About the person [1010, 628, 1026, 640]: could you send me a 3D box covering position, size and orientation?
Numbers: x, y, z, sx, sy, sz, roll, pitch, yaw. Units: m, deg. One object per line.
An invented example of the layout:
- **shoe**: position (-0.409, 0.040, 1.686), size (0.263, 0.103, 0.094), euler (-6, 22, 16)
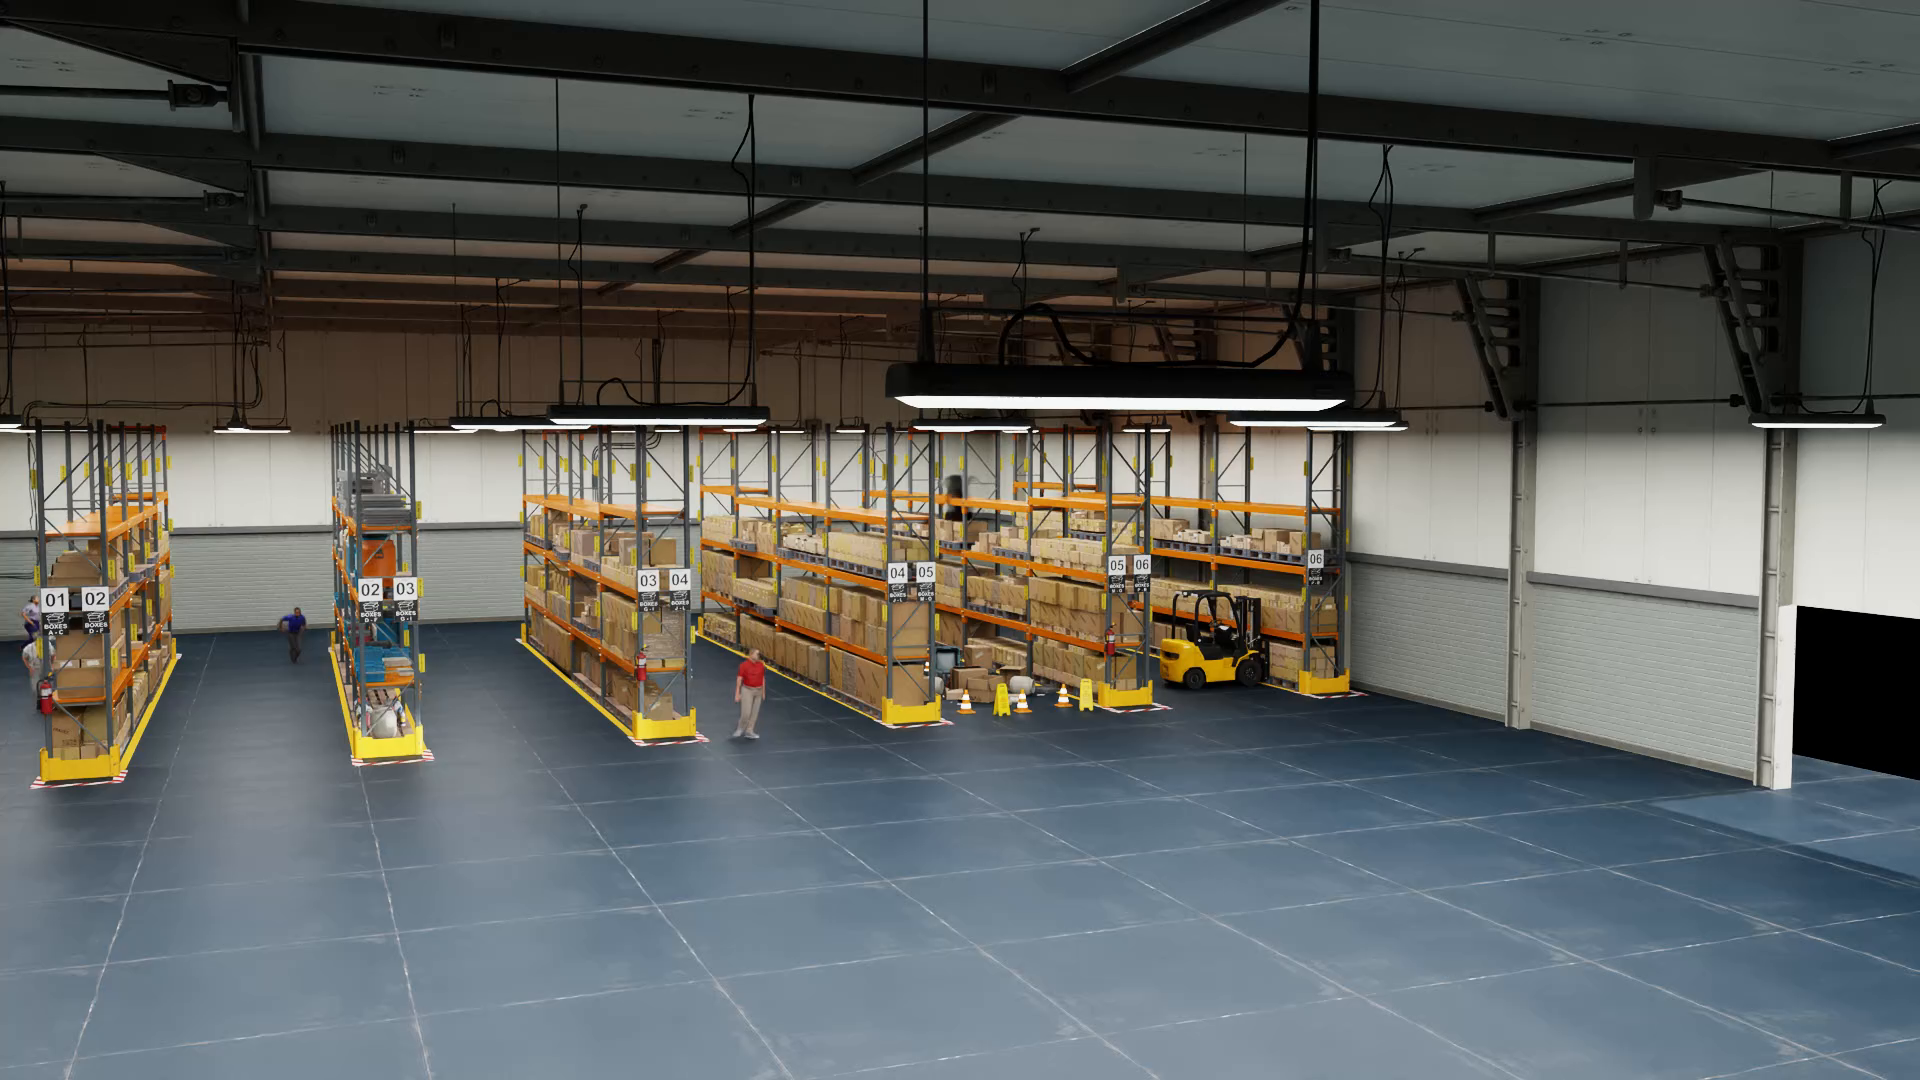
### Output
- **person**: position (1.681, 2.000, 46.589), size (0.613, 1.648, 0.725), euler (-3, 5, -42)

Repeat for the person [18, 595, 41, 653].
- **person**: position (-24.172, 2.234, 43.298), size (0.672, 1.596, 0.671), euler (0, 4, 4)

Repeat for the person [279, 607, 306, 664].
- **person**: position (-16.644, 2.406, 41.521), size (0.604, 1.464, 0.774), euler (-3, 4, -35)

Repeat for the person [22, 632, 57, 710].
- **person**: position (-19.249, 2.716, 34.798), size (0.669, 1.664, 0.841), euler (-3, 4, -37)

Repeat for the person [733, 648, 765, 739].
- **person**: position (-3.974, 2.890, 31.400), size (0.629, 1.717, 0.470), euler (-3, 5, -40)
